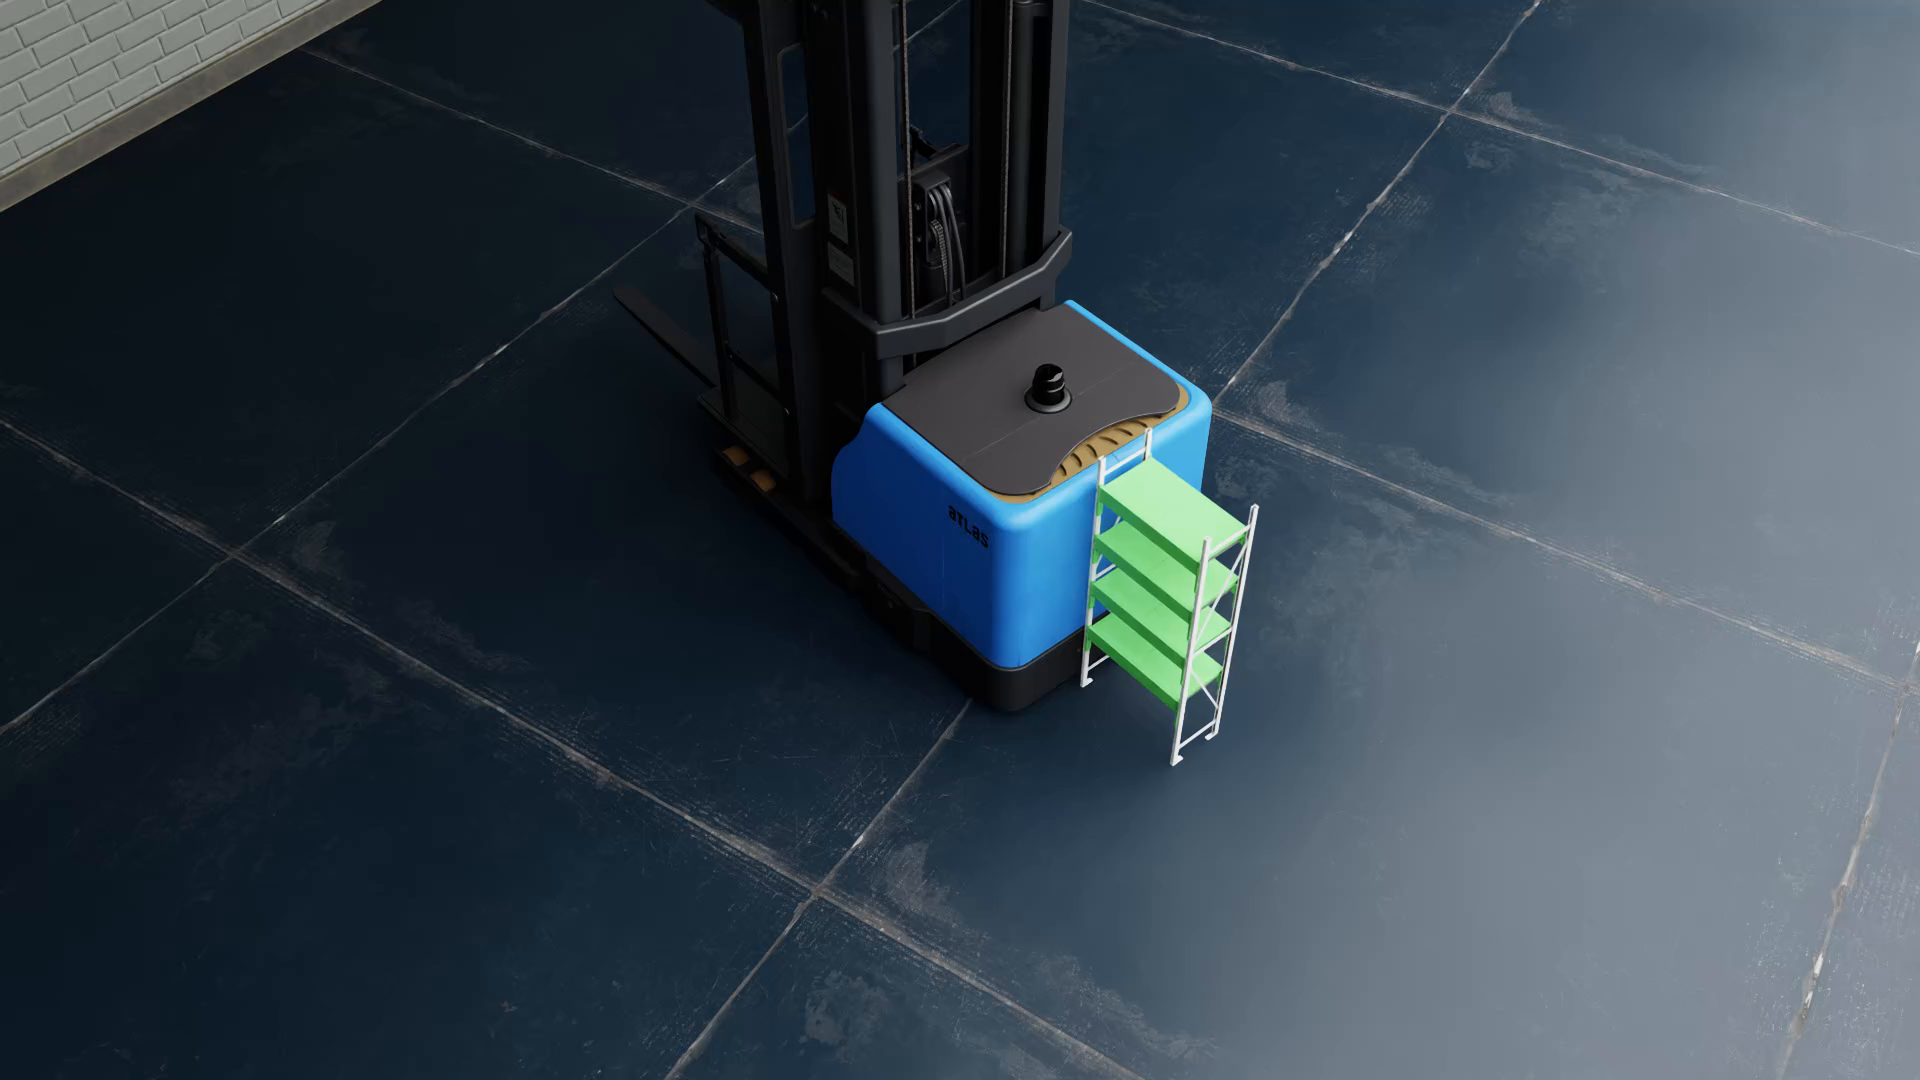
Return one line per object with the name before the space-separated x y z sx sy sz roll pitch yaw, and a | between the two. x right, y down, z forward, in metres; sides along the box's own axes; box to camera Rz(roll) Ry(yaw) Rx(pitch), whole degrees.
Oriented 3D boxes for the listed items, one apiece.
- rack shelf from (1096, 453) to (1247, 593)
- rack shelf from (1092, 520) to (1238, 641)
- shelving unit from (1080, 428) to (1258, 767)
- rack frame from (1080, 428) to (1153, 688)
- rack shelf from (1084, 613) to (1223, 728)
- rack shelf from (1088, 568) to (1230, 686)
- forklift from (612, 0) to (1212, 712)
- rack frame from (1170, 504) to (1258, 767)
rack shelf | 0.717 -0.063 5.616 0.258 0.148 0.480 -31 53 -27
rack shelf | 0.717 0.104 5.788 0.258 0.148 0.480 -31 53 -27
shelving unit | 0.717 0.227 5.914 0.258 1.200 0.503 -31 53 -27
rack frame | 0.560 0.093 6.045 0.240 1.200 0.015 -31 53 -27
rack shelf | 0.717 0.439 6.132 0.258 0.148 0.480 -31 53 -27
rack shelf | 0.717 0.272 5.960 0.258 0.148 0.480 -31 53 -27
forklift | -0.406 -1.367 6.257 1.130 2.935 3.031 -31 53 -27
rack frame | 0.874 0.361 5.784 0.240 1.200 0.015 -31 53 -27
